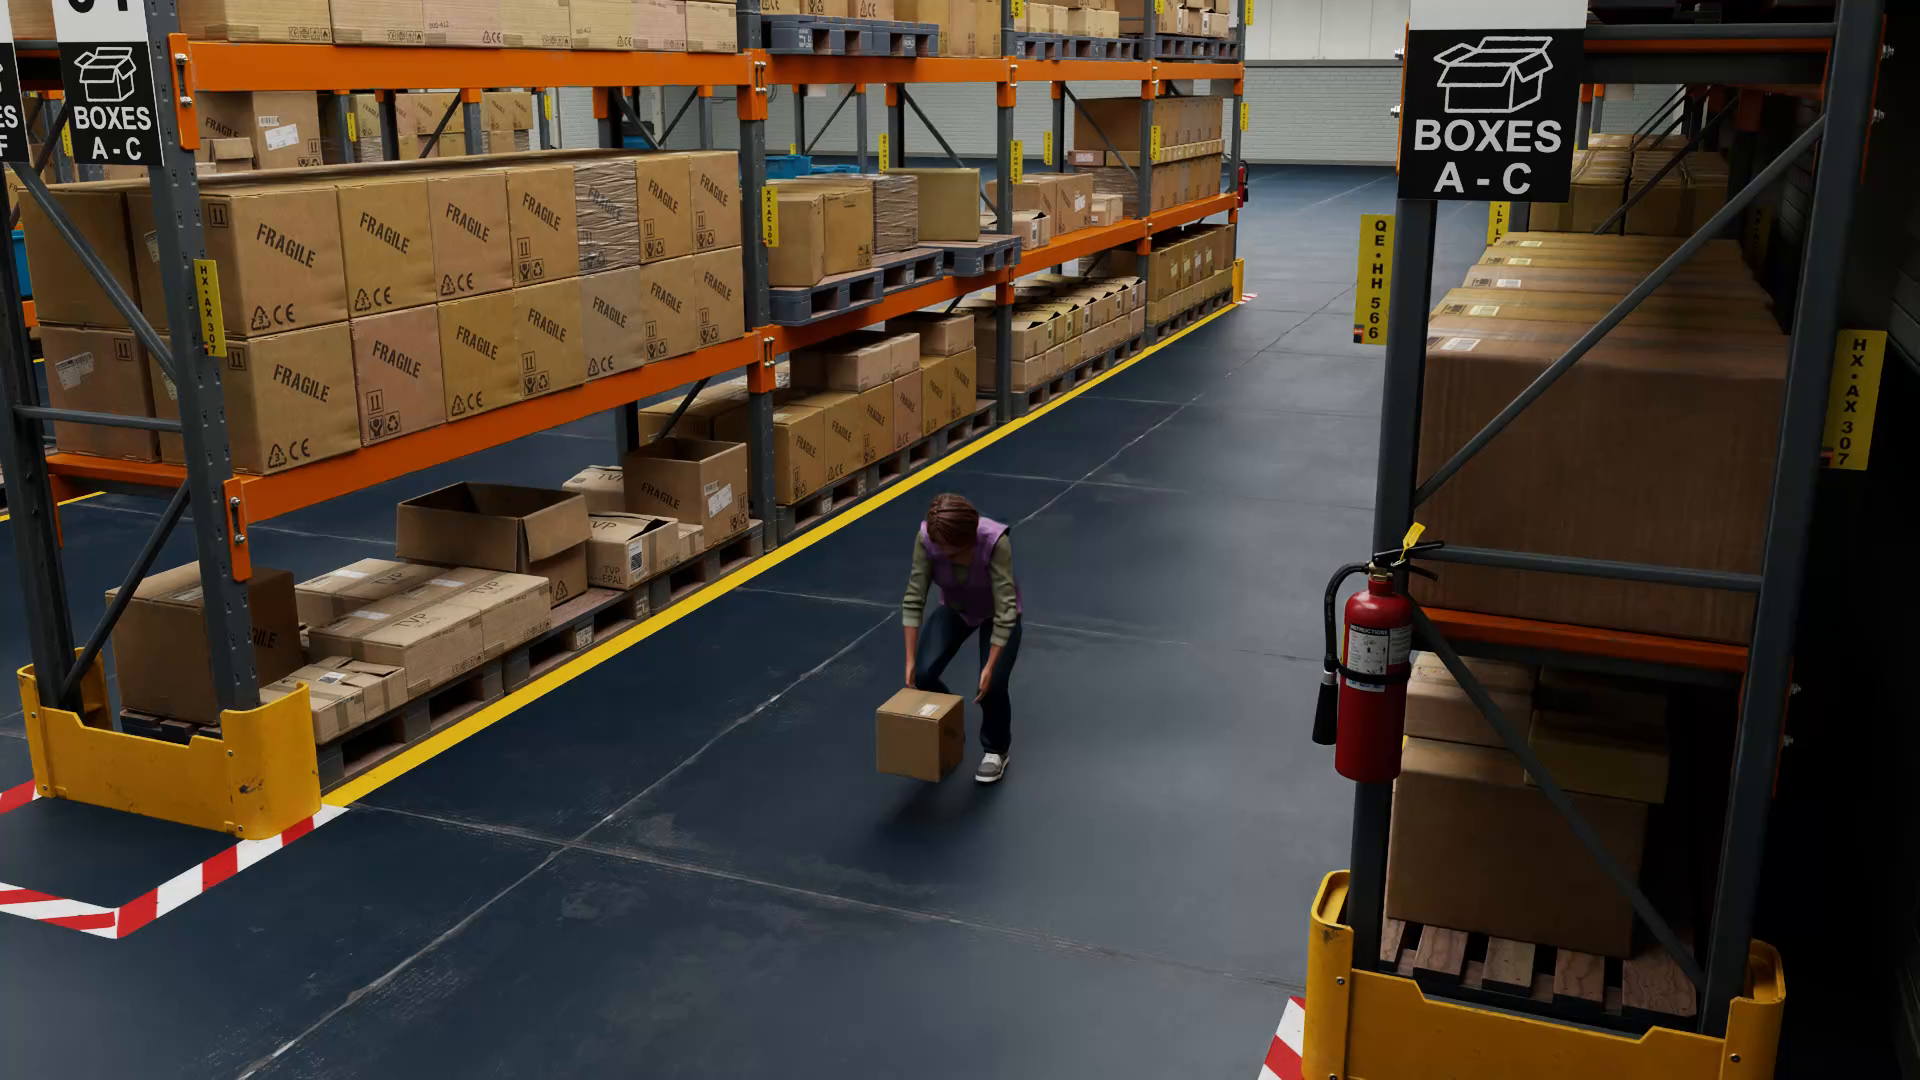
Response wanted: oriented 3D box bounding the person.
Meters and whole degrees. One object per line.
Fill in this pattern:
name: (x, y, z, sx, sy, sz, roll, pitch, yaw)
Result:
person: (0.045, 0.363, 6.492, 0.462, 1.203, 0.698, 6, 17, 21)
